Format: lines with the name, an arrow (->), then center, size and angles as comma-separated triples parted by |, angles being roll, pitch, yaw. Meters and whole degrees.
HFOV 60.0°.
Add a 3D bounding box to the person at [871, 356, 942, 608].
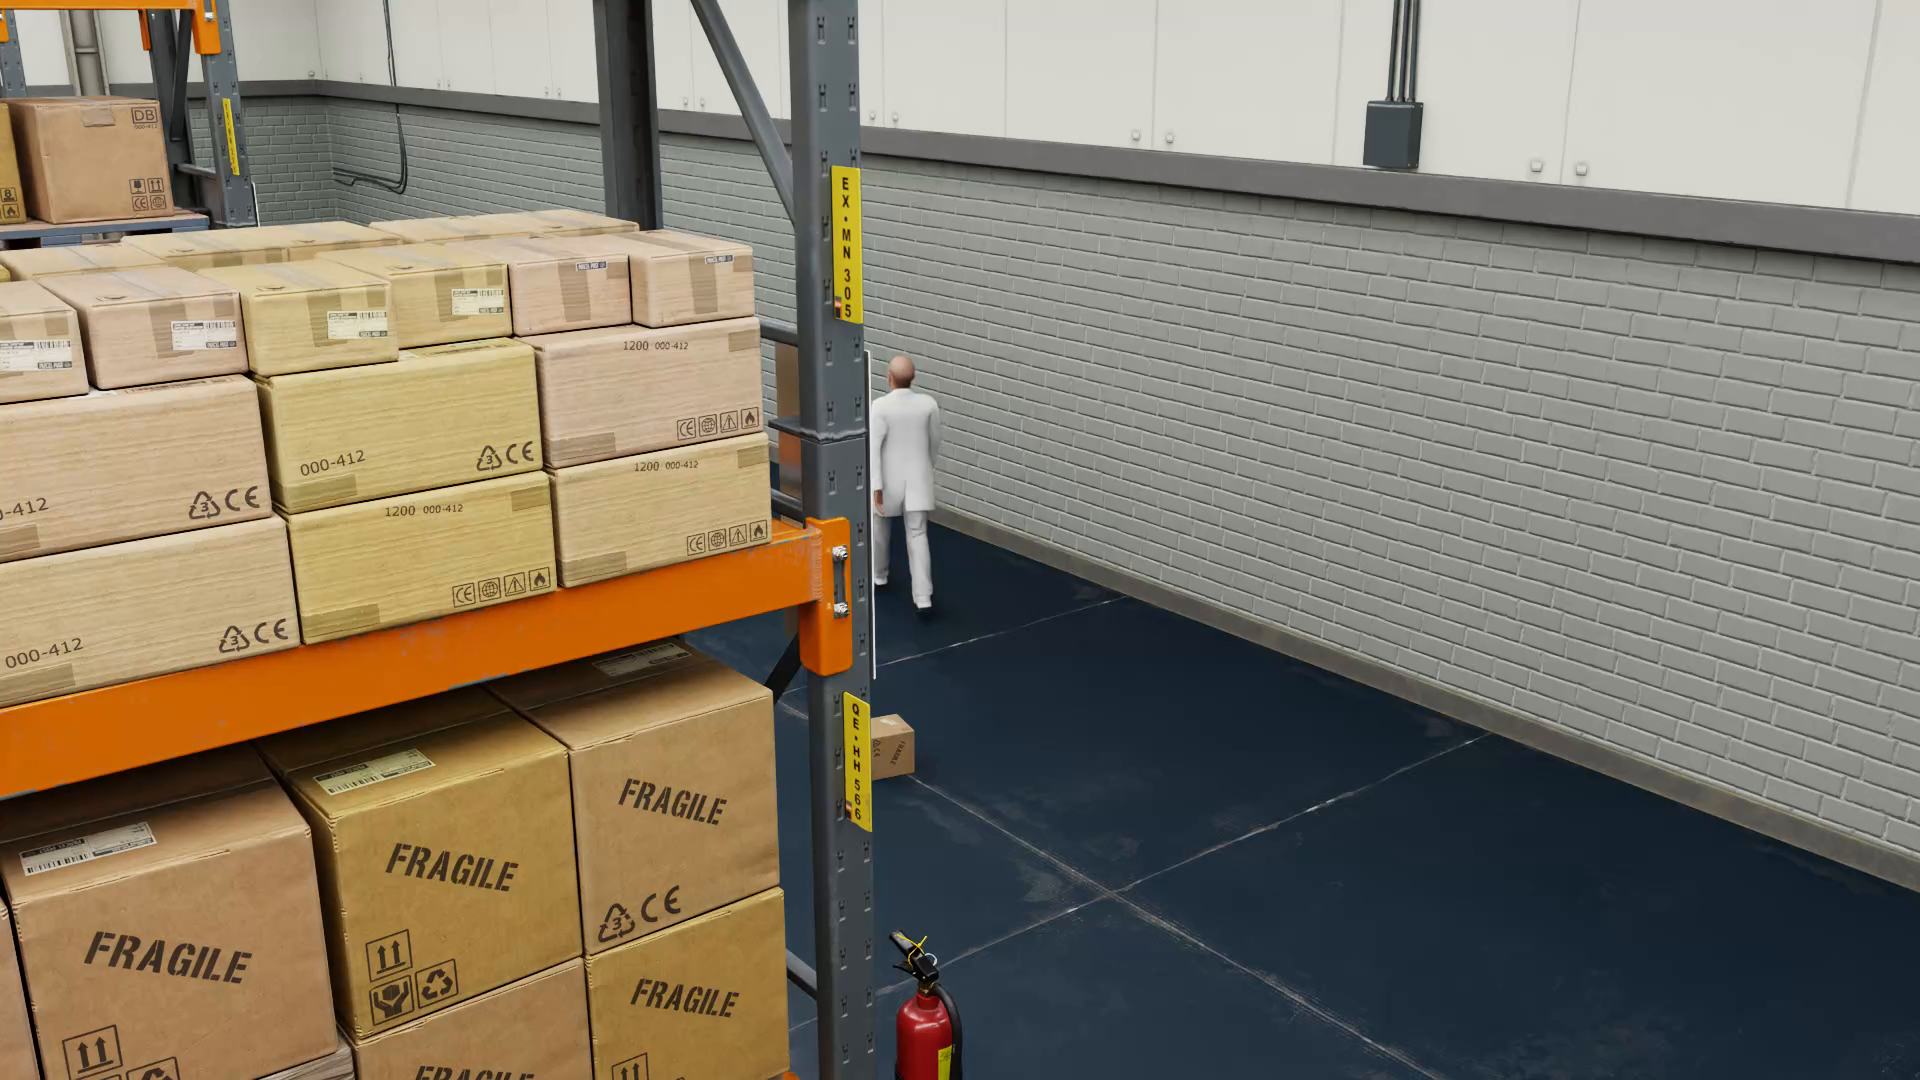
person -> -0.409, -0.448, 11.502 | 0.566, 1.720, 1.119 | -4, 18, -12
